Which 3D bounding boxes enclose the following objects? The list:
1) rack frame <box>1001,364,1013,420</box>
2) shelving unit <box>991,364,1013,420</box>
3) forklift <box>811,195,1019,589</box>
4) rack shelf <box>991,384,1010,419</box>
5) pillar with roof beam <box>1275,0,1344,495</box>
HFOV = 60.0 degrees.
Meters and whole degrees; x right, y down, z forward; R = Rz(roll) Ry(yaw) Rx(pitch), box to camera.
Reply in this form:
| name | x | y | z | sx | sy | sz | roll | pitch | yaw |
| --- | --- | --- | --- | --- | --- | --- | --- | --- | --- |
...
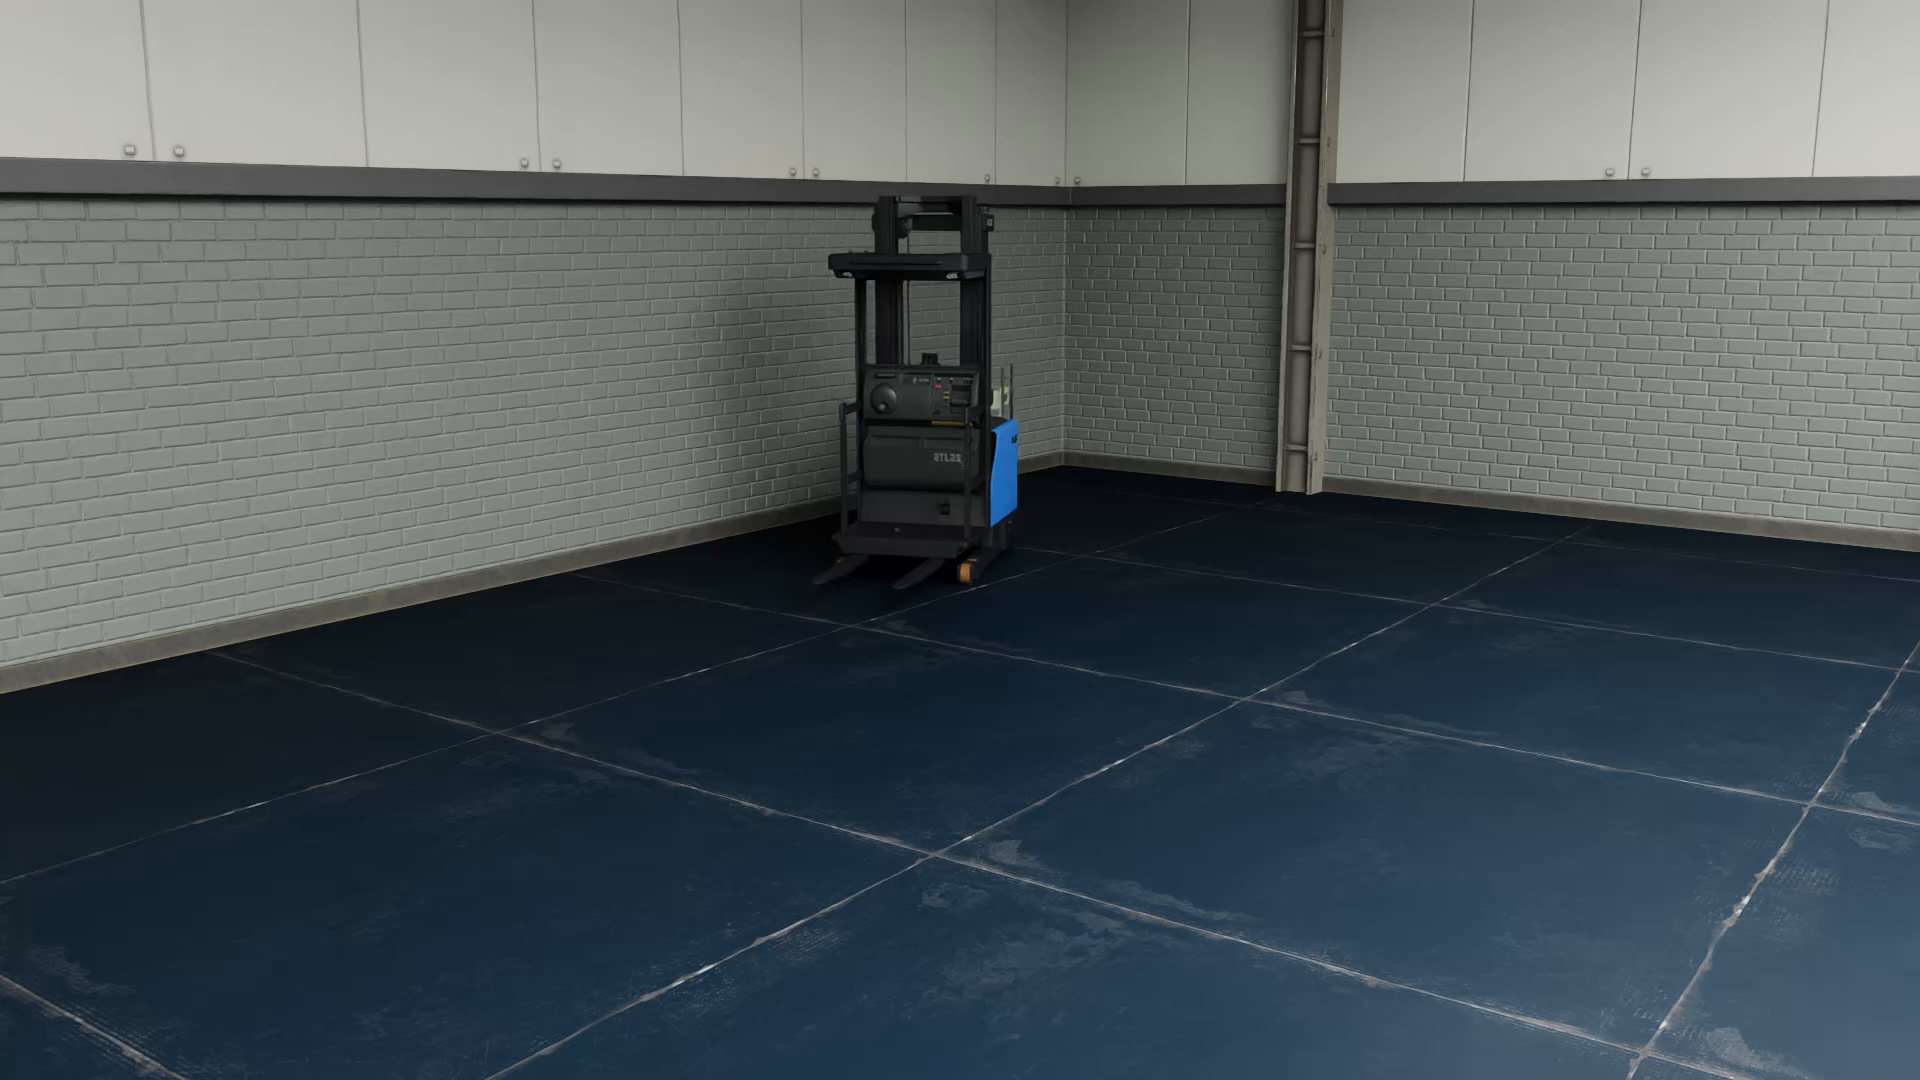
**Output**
| name | x | y | z | sx | sy | sz | roll | pitch | yaw |
| --- | --- | --- | --- | --- | --- | --- | --- | --- | --- |
| rack frame | 0.411 | -0.783 | 14.628 | 0.023 | 1.500 | 0.400 | 3 | 11 | 14 |
| shelving unit | 0.057 | -0.800 | 14.718 | 0.755 | 1.500 | 0.431 | 3 | 11 | 14 |
| forklift | -0.356 | -1.178 | 12.901 | 1.130 | 2.935 | 3.031 | 3 | 11 | 14 |
| rack shelf | 0.057 | -1.183 | 14.644 | 0.720 | 0.370 | 0.431 | 3 | 11 | 14 |
| pillar with roof beam | 0.947 | -4.264 | 12.881 | 0.400 | 9.000 | 9.100 | 8 | 13 | 36 |
